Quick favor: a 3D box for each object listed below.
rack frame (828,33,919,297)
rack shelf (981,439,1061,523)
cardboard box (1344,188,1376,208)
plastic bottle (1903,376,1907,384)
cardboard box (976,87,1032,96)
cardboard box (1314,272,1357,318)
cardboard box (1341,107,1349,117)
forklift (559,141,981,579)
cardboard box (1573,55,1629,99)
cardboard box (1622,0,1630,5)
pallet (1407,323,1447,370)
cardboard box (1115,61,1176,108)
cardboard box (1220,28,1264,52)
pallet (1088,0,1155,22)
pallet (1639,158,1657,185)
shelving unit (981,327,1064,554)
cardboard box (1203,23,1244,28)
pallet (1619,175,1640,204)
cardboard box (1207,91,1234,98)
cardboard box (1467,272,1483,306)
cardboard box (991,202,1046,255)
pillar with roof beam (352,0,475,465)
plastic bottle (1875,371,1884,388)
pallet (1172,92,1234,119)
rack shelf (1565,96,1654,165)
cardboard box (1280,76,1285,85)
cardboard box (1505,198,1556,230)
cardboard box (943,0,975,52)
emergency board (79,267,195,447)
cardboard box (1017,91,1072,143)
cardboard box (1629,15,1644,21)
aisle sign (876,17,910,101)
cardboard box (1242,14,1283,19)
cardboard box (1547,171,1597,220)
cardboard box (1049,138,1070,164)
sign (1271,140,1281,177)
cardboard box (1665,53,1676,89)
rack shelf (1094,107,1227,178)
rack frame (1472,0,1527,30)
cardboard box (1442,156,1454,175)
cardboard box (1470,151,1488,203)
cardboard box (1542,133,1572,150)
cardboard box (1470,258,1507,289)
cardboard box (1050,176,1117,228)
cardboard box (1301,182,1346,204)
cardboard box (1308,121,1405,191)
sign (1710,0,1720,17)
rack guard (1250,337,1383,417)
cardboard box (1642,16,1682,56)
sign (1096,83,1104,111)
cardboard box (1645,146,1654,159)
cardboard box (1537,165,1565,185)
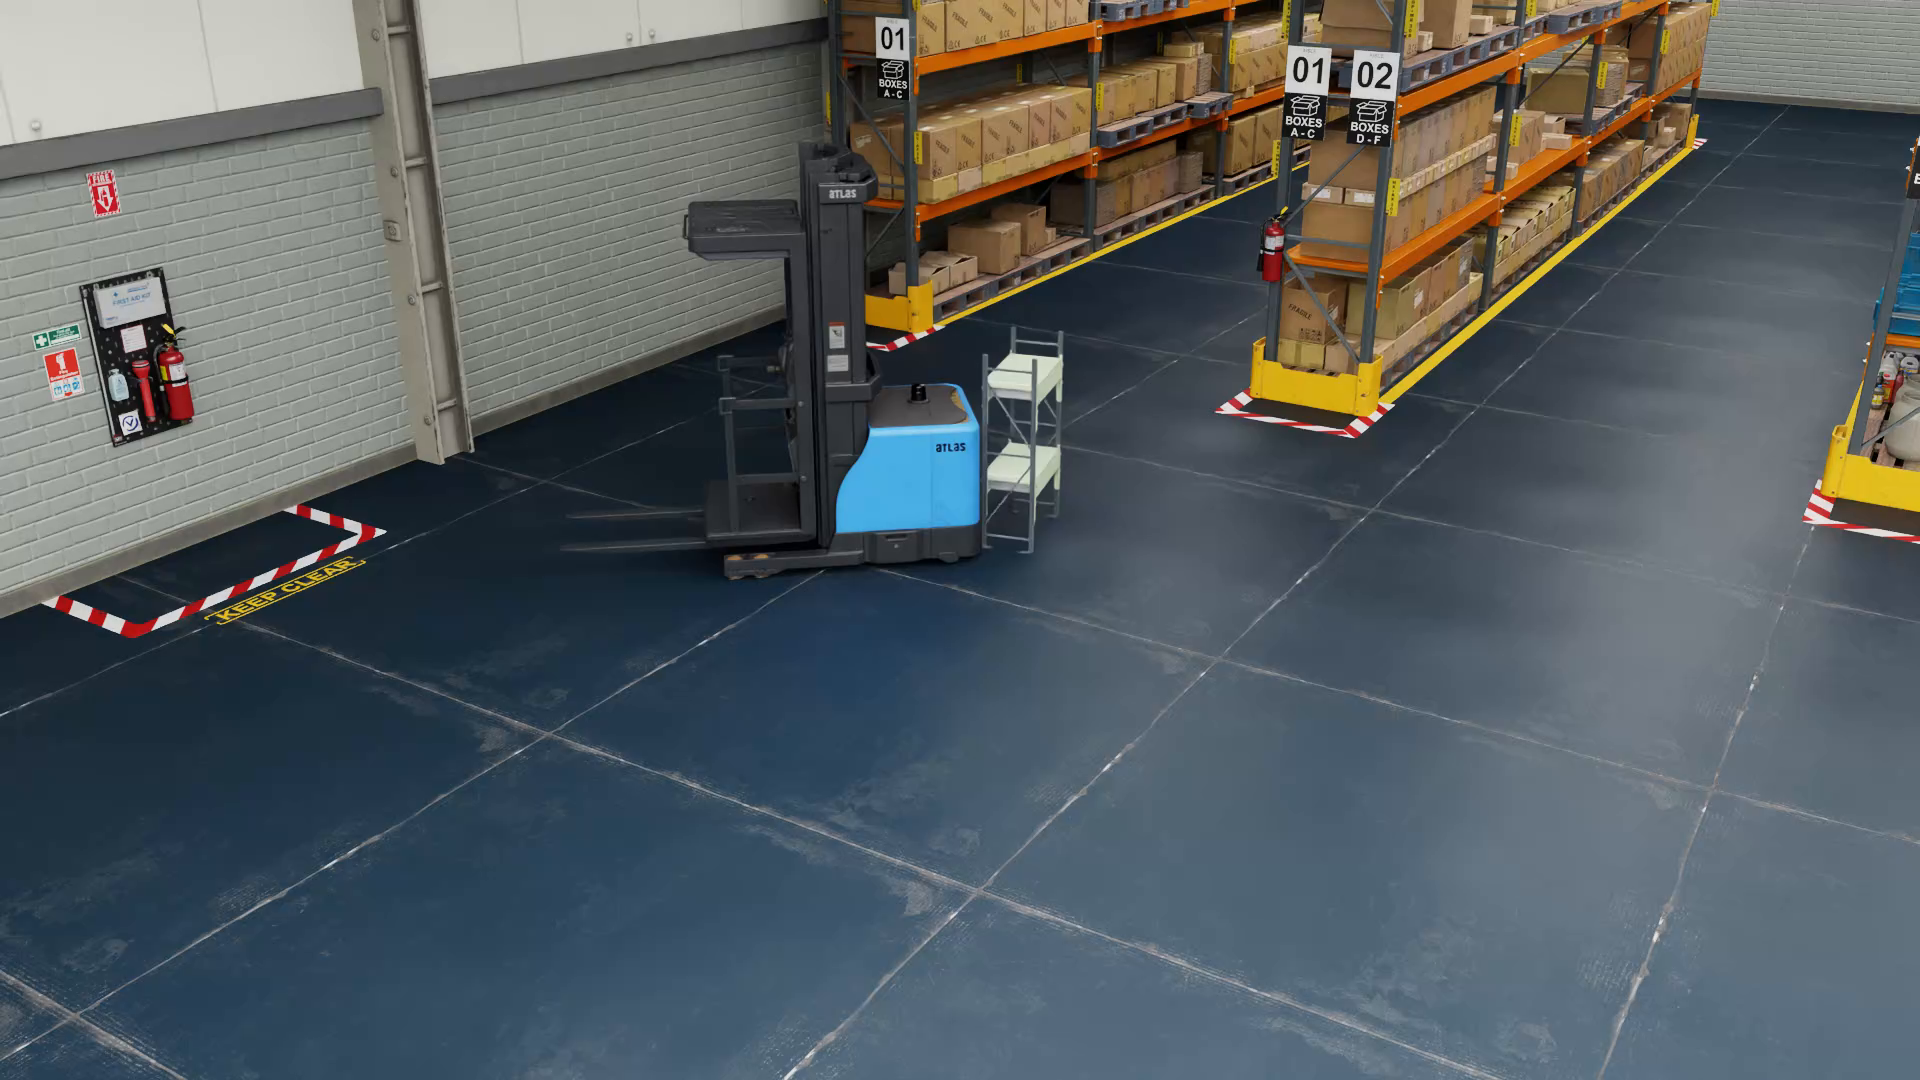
[{"bbox_3d":[-0.892,-3.719,17.400,1.000,3.000,0.127,14,27,29],"label":"rack frame"},{"bbox_3d":[0.466,-0.454,12.567,0.431,0.370,0.720,7,24,16],"label":"rack shelf"},{"bbox_3d":[3.709,-3.113,15.058,0.380,0.149,0.250,14,27,29],"label":"cardboard box"},{"bbox_3d":[8.467,-1.378,14.962,0.097,0.201,0.097,0,23,0],"label":"plastic bottle"},{"bbox_3d":[0.517,-5.065,19.729,0.500,0.500,0.500,14,27,29],"label":"cardboard box"},{"bbox_3d":[3.864,-2.541,16.668,0.500,0.500,0.500,14,27,29],"label":"cardboard box"},{"bbox_3d":[6.188,-7.214,28.092,0.700,0.500,0.500,14,27,28],"label":"cardboard box"},{"bbox_3d":[-1.407,-1.286,11.868,3.031,2.935,1.130,-3,24,-8],"label":"forklift"},{"bbox_3d":[8.769,-6.361,22.850,0.700,0.500,0.500,7,24,16],"label":"cardboard box"},{"bbox_3d":[8.284,-7.306,21.786,0.910,0.500,0.500,14,27,29],"label":"cardboard box"},{"bbox_3d":[4.331,-2.079,17.123,1.003,0.211,1.213,14,27,29],"label":"pallet"},{"bbox_3d":[2.451,-6.081,22.176,0.700,0.500,0.500,14,27,29],"label":"cardboard box"},{"bbox_3d":[4.070,-7.235,24.054,0.500,0.250,0.500,13,27,28],"label":"cardboard box"},{"bbox_3d":[1.635,-6.545,20.390,1.213,0.211,1.003,14,27,29],"label":"pallet"},{"bbox_3d":[10.012,-5.684,25.450,1.003,0.211,1.213,14,27,29],"label":"pallet"},{"bbox_3d":[0.466,-0.753,12.437,0.431,1.500,0.755,7,24,16],"label":"shelving unit"},{"bbox_3d":[3.897,-7.508,24.685,0.500,0.250,0.500,13,27,28],"label":"cardboard box"},{"bbox_3d":[9.252,-5.170,24.262,1.003,0.211,1.213,14,27,29],"label":"pallet"},{"bbox_3d":[3.699,-6.375,23.828,0.380,0.149,0.250,13,27,28],"label":"cardboard box"},{"bbox_3d":[5.370,-2.760,18.119,0.500,0.250,0.500,14,27,29],"label":"cardboard box"},{"bbox_3d":[0.705,-3.765,20.099,0.500,0.500,0.500,12,26,25],"label":"cardboard box"},{"bbox_3d":[-0.765,-3.962,10.411,9.100,9.000,0.400,14,27,29],"label":"pillar with roof beam"},{"bbox_3d":[8.168,-1.353,14.800,0.061,0.283,0.133,15,27,30],"label":"plastic bottle"},{"bbox_3d":[3.043,-6.068,23.068,1.213,0.211,1.003,14,27,29],"label":"pallet"},{"bbox_3d":[8.594,-5.727,22.944,1.077,0.370,4.000,14,27,29],"label":"rack shelf"},{"bbox_3d":[4.793,-7.070,25.432,0.380,0.149,0.250,13,27,28],"label":"cardboard box"},{"bbox_3d":[6.934,-3.995,20.265,0.500,0.311,0.500,14,27,29],"label":"cardboard box"},{"bbox_3d":[-0.189,-5.385,17.321,0.500,0.500,0.500,16,28,32],"label":"cardboard box"},{"bbox_3d":[-5.758,-1.285,11.778,0.194,1.169,0.643,14,27,29],"label":"emergency board"},{"bbox_3d":[0.973,-4.959,19.485,0.500,0.500,0.500,14,27,29],"label":"cardboard box"},{"bbox_3d":[9.963,-7.635,25.062,0.500,0.500,0.500,13,27,28],"label":"cardboard box"},{"bbox_3d":[-0.675,-4.825,16.682,0.394,0.787,0.004,14,27,29],"label":"aisle sign"},{"bbox_3d":[4.704,-8.026,25.880,0.500,0.250,0.500,14,27,30],"label":"cardboard box"},{"bbox_3d":[8.022,-4.530,21.868,0.500,0.500,0.500,15,28,31],"label":"cardboard box"},{"bbox_3d":[0.956,-4.619,19.644,0.500,0.250,0.500,14,27,29],"label":"cardboard box"},{"bbox_3d":[2.865,-3.440,15.001,0.100,0.325,0.005,14,27,29],"label":"sign"},{"bbox_3d":[10.416,-7.066,25.007,0.500,0.500,0.500,14,27,30],"label":"cardboard box"},{"bbox_3d":[2.273,-5.414,22.221,1.077,0.370,4.000,14,27,29],"label":"rack shelf"},{"bbox_3d":[5.429,-6.785,16.932,1.000,3.000,0.127,14,27,29],"label":"rack frame"},{"bbox_3d":[4.659,-3.720,16.461,0.380,0.149,0.250,15,28,31],"label":"cardboard box"},{"bbox_3d":[5.200,-3.927,17.755,0.700,0.500,0.500,13,27,28],"label":"cardboard box"},{"bbox_3d":[7.299,-4.905,20.457,0.380,0.149,0.250,14,27,29],"label":"cardboard box"},{"bbox_3d":[5.852,-3.047,18.781,0.500,0.250,0.500,13,27,28],"label":"cardboard box"},{"bbox_3d":[1.593,-4.375,21.510,0.700,0.500,0.500,15,28,31],"label":"cardboard box"},{"bbox_3d":[3.359,-3.194,15.246,0.380,0.149,0.250,13,27,28],"label":"cardboard box"},{"bbox_3d":[3.604,-3.496,15.126,0.700,0.500,0.500,14,27,29],"label":"cardboard box"},{"bbox_3d":[12.220,-8.635,26.902,0.100,0.325,0.005,14,27,29],"label":"sign"},{"bbox_3d":[3.306,-1.527,15.483,1.175,0.500,0.348,14,27,29],"label":"rack guard"},{"bbox_3d":[10.408,-7.511,24.776,0.500,0.500,0.500,13,27,27],"label":"cardboard box"},{"bbox_3d":[1.683,-5.355,20.090,0.100,0.325,0.005,14,27,29],"label":"sign"},{"bbox_3d":[10.502,-6.024,25.738,0.380,0.166,0.250,14,27,29],"label":"cardboard box"},{"bbox_3d":[7.833,-4.802,22.494,0.500,0.500,0.500,15,28,31],"label":"cardboard box"}]
